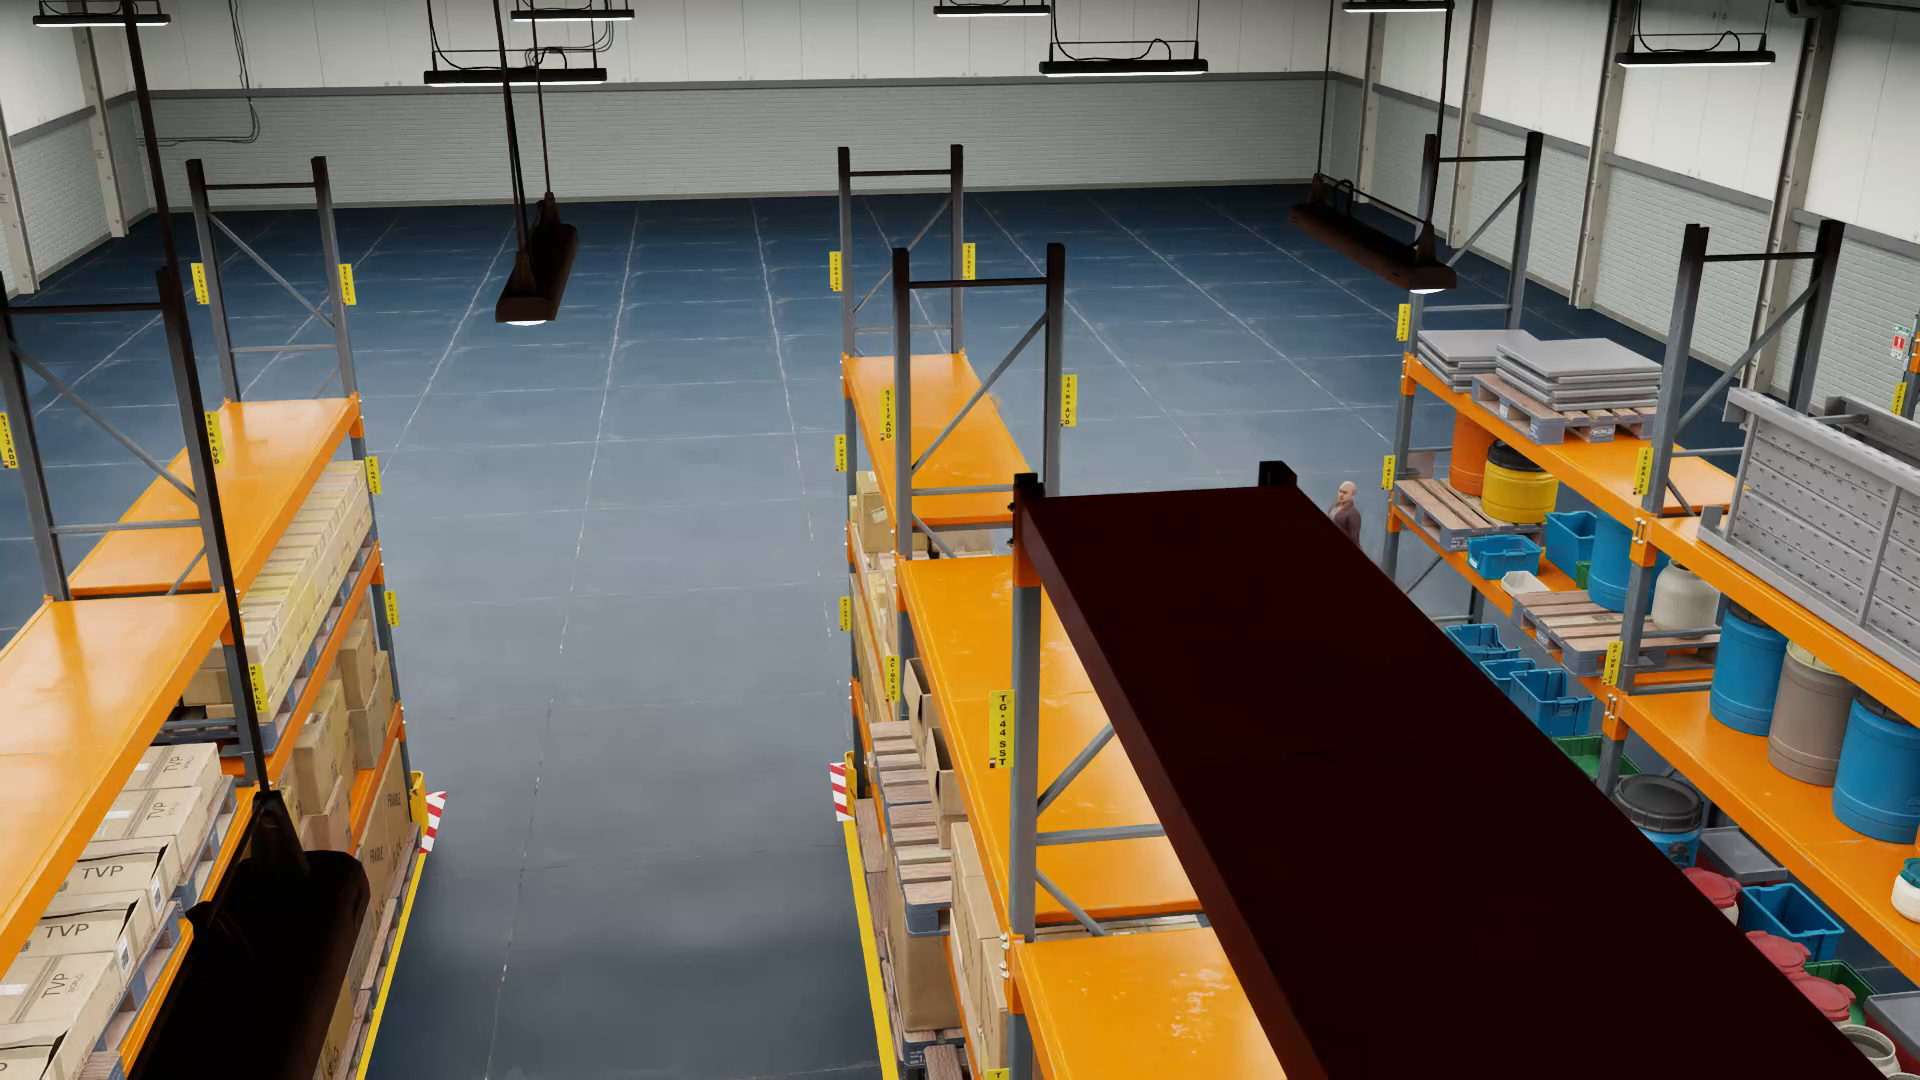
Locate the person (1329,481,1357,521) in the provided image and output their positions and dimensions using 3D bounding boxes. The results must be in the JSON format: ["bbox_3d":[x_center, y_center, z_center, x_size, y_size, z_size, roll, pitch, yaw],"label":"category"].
[{"bbox_3d":[4.333,0.168,18.845,0.862,1.739,0.529,10,24,24],"label":"person"}]
